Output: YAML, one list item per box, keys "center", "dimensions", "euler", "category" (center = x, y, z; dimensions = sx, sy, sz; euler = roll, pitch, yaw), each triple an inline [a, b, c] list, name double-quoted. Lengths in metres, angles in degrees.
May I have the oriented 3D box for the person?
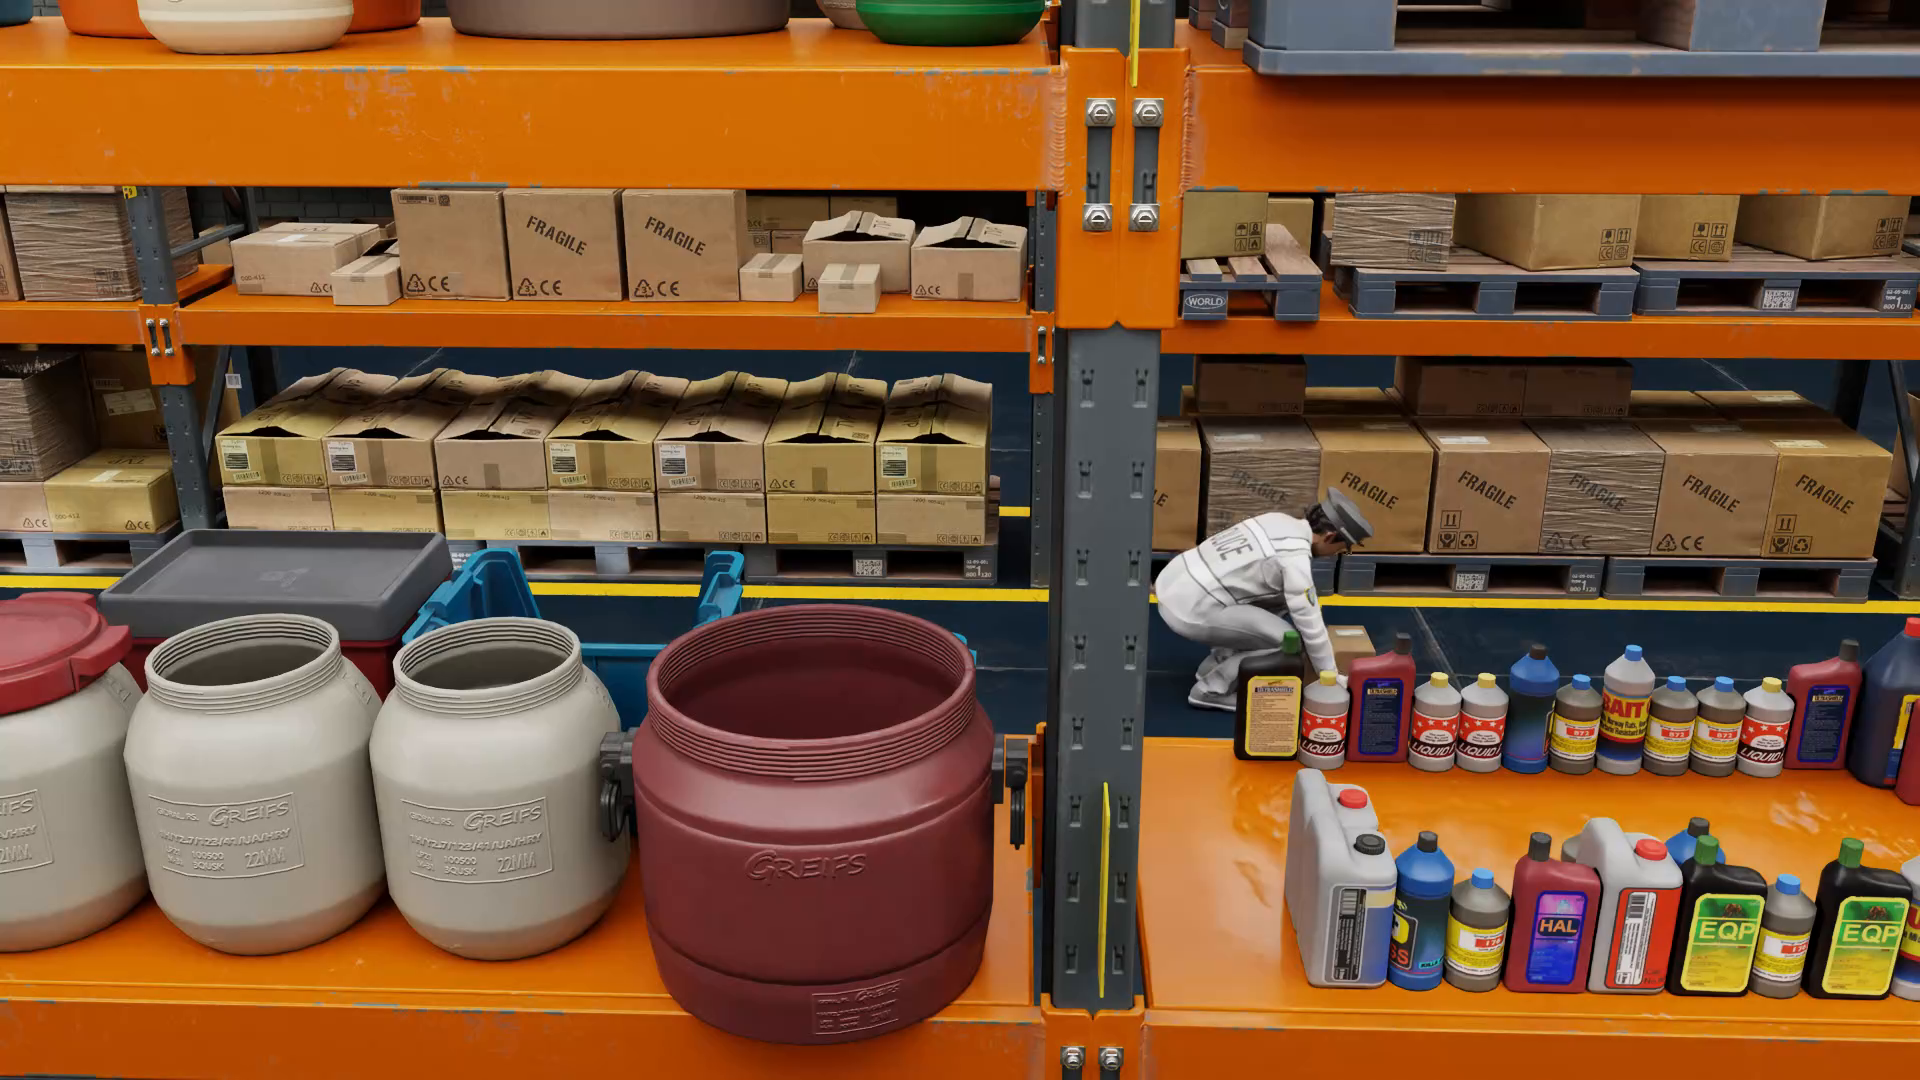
- center: [1.210, 0.228, 6.627]
  dimensions: [0.856, 0.858, 0.481]
  euler: [1, 21, 2]
  category: "person"
